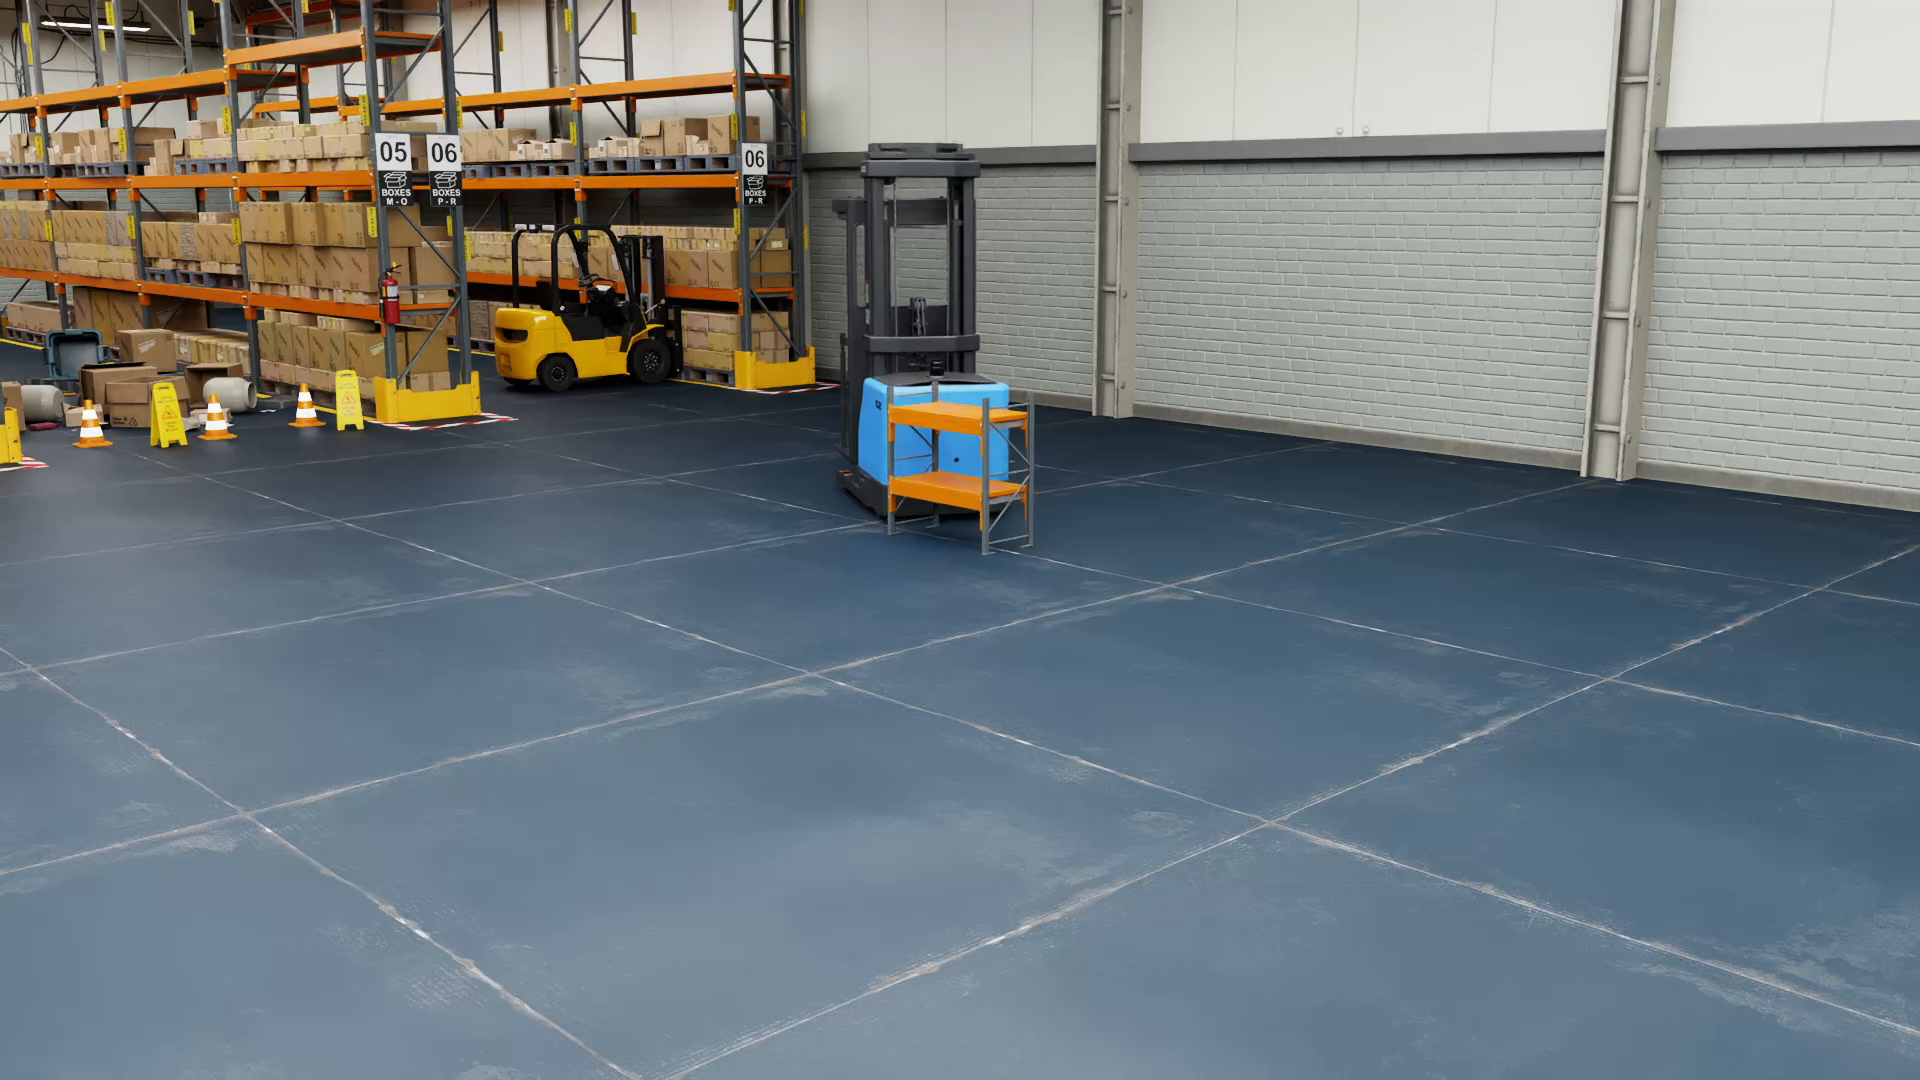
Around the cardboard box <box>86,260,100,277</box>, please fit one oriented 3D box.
[{"bbox_3d":[-13.243,-4.232,25.889,0.500,0.250,0.500,-11,16,-43],"label":"cardboard box"}]

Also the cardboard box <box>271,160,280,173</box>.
[{"bbox_3d":[-8.298,-4.623,20.605,0.380,0.149,0.250,-10,15,-41],"label":"cardboard box"}]

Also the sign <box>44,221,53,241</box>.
[{"bbox_3d":[-14.796,-5.018,26.992,0.100,0.325,0.005,-11,16,-43],"label":"sign"}]

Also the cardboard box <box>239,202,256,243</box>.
[{"bbox_3d":[-8.724,-4.055,21.198,0.700,0.500,0.500,-11,16,-43],"label":"cardboard box"}]

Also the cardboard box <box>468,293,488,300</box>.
[{"bbox_3d":[-8.345,-4.202,28.921,0.380,0.149,0.250,-10,15,-41],"label":"cardboard box"}]

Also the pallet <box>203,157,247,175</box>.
[{"bbox_3d":[-9.220,-4.947,22.023,1.213,0.211,1.003,-11,16,-43],"label":"pallet"}]

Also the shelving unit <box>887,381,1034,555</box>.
[{"bbox_3d":[-0.005,-0.552,12.303,0.538,1.125,1.048,-11,16,-43],"label":"shelving unit"}]

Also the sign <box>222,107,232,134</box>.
[{"bbox_3d":[-9.270,-5.303,21.025,0.100,0.325,0.005,-11,16,-43],"label":"sign"}]

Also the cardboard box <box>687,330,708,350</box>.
[{"bbox_3d":[-3.422,-2.780,23.004,0.500,0.250,0.500,-11,16,-43],"label":"cardboard box"}]

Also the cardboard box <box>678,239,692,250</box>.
[{"bbox_3d":[-3.678,-4.102,23.031,0.250,0.149,0.380,11,16,43],"label":"cardboard box"}]

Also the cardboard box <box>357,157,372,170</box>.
[{"bbox_3d":[-6.557,-4.241,18.750,0.380,0.149,0.250,-11,16,-42],"label":"cardboard box"}]

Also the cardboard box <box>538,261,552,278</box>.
[{"bbox_3d":[-6.172,-4.194,25.705,0.500,0.250,0.500,-11,16,-43],"label":"cardboard box"}]

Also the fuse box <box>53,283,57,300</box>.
[{"bbox_3d":[-19.449,-5.677,35.724,0.539,1.711,0.414,-11,16,-43],"label":"fuse box"}]

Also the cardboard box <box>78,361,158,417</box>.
[{"bbox_3d":[-9.805,-1.764,19.390,0.797,0.637,0.503,-11,16,-43],"label":"cardboard box"}]

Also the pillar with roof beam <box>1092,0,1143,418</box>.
[{"bbox_3d":[-1.320,-5.264,15.659,9.100,9.000,0.400,-11,16,-43],"label":"pillar with roof beam"}]

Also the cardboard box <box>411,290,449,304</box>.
[{"bbox_3d":[-6.194,-2.837,19.370,0.380,0.149,0.250,-11,16,-42],"label":"cardboard box"}]

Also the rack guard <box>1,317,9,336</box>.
[{"bbox_3d":[-17.175,-3.996,30.567,1.175,0.500,0.348,-11,16,-43],"label":"rack guard"}]

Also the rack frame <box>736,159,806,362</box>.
[{"bbox_3d":[-2.521,-3.574,22.324,1.000,3.000,0.127,-11,16,-43],"label":"rack frame"}]

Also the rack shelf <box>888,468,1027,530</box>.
[{"bbox_3d":[-0.005,-0.312,12.352,0.538,0.278,1.000,-11,16,-43],"label":"rack shelf"}]

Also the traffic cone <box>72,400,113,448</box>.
[{"bbox_3d":[-8.959,-1.210,17.137,0.336,0.463,0.334,-11,16,-43],"label":"traffic cone"}]

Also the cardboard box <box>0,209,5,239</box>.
[{"bbox_3d":[-16.671,-5.571,29.293,0.500,0.500,0.500,11,16,44],"label":"cardboard box"}]

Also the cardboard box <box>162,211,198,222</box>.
[{"bbox_3d":[-11.797,-4.694,25.034,0.500,0.500,0.500,11,16,43],"label":"cardboard box"}]

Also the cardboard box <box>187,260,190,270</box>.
[{"bbox_3d":[-10.596,-3.863,23.309,0.380,0.149,0.250,-10,15,-40],"label":"cardboard box"}]

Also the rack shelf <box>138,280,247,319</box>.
[{"bbox_3d":[-10.252,-3.405,23.286,1.077,0.370,4.000,-11,16,-43],"label":"rack shelf"}]

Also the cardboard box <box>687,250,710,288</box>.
[{"bbox_3d":[-3.403,-3.735,22.858,0.500,0.500,0.500,-10,15,-41],"label":"cardboard box"}]

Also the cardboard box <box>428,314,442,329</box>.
[{"bbox_3d":[-8.832,-3.829,28.716,0.500,0.500,0.500,-11,16,-43],"label":"cardboard box"}]

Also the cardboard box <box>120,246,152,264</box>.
[{"bbox_3d":[-12.152,-4.256,24.767,0.500,0.250,0.500,-11,16,-43],"label":"cardboard box"}]

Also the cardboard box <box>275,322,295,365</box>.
[{"bbox_3d":[-8.281,-2.491,20.985,0.500,0.500,0.500,-10,15,-40],"label":"cardboard box"}]

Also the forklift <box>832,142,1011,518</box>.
[{"bbox_3d":[-0.467,-1.864,14.194,1.130,2.935,3.031,-3,12,-14],"label":"forklift"}]

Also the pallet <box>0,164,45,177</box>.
[{"bbox_3d":[-15.792,-6.357,28.621,1.003,0.211,1.213,-11,16,-43],"label":"pallet"}]

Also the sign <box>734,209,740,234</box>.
[{"bbox_3d":[-2.923,-4.183,21.826,0.100,0.325,0.005,-11,16,-43],"label":"sign"}]

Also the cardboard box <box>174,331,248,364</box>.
[{"bbox_3d":[-10.735,-2.777,23.929,0.950,0.372,0.625,-11,16,-44],"label":"cardboard box"}]

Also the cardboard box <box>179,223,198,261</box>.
[{"bbox_3d":[-10.414,-4.126,22.977,0.500,0.500,0.500,11,16,43],"label":"cardboard box"}]

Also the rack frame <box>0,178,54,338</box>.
[{"bbox_3d":[-17.158,-5.217,30.298,1.000,3.000,0.127,-11,16,-43],"label":"rack frame"}]

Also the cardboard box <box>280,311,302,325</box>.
[{"bbox_3d":[-8.260,-2.784,20.799,0.380,0.149,0.250,-10,15,-40],"label":"cardboard box"}]

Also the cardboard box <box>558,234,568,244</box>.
[{"bbox_3d":[-6.002,-4.621,25.553,0.380,0.149,0.250,-11,16,-43],"label":"cardboard box"}]

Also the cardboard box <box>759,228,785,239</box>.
[{"bbox_3d":[-2.599,-4.165,22.600,0.380,0.149,0.250,-11,16,-44],"label":"cardboard box"}]

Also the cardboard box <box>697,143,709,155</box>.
[{"bbox_3d":[-3.313,-5.253,22.375,0.250,0.149,0.380,11,16,44],"label":"cardboard box"}]

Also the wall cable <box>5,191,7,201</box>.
[{"bbox_3d":[-20.051,-6.733,35.141,0.588,1.984,0.122,-11,16,-43],"label":"wall cable"}]

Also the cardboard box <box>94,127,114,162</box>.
[{"bbox_3d":[-12.455,-5.891,24.848,0.500,0.500,0.700,11,16,42],"label":"cardboard box"}]

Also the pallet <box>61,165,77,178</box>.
[{"bbox_3d":[-13.727,-5.881,26.565,1.217,0.209,0.805,11,16,43],"label":"pallet"}]

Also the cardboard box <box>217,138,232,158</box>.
[{"bbox_3d":[-9.379,-5.132,21.783,0.500,0.250,0.500,-11,16,-44],"label":"cardboard box"}]

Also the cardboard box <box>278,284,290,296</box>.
[{"bbox_3d":[-8.323,-3.146,20.872,0.380,0.149,0.250,-10,15,-41],"label":"cardboard box"}]

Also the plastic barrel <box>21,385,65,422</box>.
[{"bbox_3d":[-10.489,-1.547,18.871,0.512,0.421,0.421,-1,12,-4],"label":"plastic barrel"}]

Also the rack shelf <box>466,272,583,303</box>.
[{"bbox_3d":[-6.665,-4.097,26.646,1.077,0.370,4.000,-11,16,-43],"label":"rack shelf"}]

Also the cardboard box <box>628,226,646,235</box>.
[{"bbox_3d":[-4.547,-4.434,23.909,0.380,0.149,0.250,-11,16,-43],"label":"cardboard box"}]

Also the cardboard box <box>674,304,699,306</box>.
[{"bbox_3d":[-4.104,-3.314,24.357,0.500,0.250,0.500,-11,16,-42],"label":"cardboard box"}]

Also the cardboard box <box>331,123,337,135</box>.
[{"bbox_3d":[-7.034,-4.748,19.237,0.380,0.149,0.250,-11,16,-42],"label":"cardboard box"}]

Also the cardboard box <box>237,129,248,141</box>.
[{"bbox_3d":[-8.890,-5.110,20.995,0.380,0.149,0.250,-11,16,-44],"label":"cardboard box"}]

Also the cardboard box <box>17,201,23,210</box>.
[{"bbox_3d":[-15.856,-5.719,28.403,0.380,0.149,0.250,-11,16,-43],"label":"cardboard box"}]

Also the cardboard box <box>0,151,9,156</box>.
[{"bbox_3d":[-16.782,-6.814,29.700,0.500,0.250,0.500,10,15,40],"label":"cardboard box"}]

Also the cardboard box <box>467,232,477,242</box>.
[{"bbox_3d":[-7.854,-4.982,27.302,0.380,0.149,0.250,-10,16,-41],"label":"cardboard box"}]
